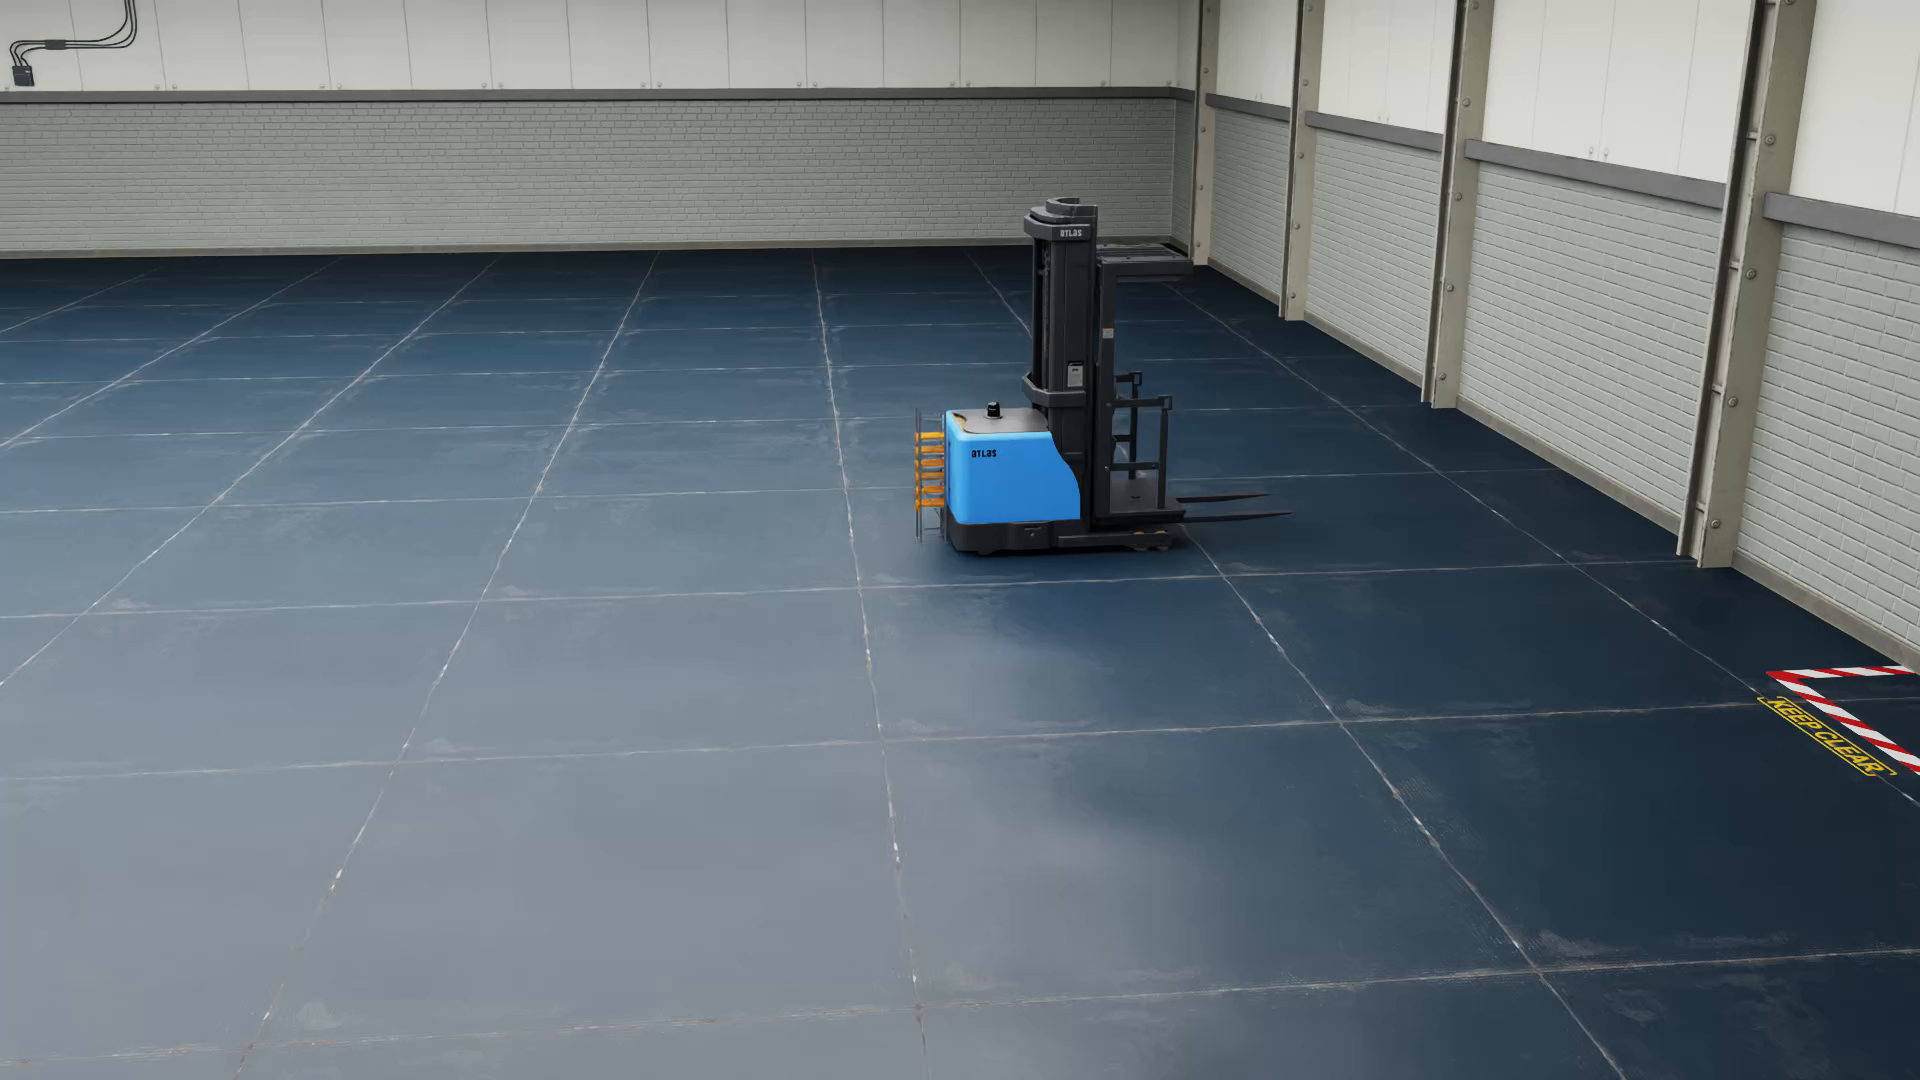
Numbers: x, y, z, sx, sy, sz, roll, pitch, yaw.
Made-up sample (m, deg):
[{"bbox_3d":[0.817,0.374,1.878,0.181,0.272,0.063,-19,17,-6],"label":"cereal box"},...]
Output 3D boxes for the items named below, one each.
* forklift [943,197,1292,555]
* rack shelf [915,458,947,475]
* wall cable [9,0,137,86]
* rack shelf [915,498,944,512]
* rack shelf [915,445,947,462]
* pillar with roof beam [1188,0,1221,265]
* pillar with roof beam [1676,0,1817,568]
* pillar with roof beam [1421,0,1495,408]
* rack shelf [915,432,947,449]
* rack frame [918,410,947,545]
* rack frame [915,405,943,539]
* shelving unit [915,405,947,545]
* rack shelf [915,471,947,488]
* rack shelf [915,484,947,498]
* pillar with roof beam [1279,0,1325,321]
[{"bbox_3d":[1.393,-1.455,14.419,3.031,2.935,1.130,-3,18,-9],"label":"forklift"},{"bbox_3d":[-0.252,-0.636,14.448,0.258,0.103,0.180,-3,18,-10],"label":"rack shelf"},{"bbox_3d":[-16.397,-11.344,30.109,2.305,6.003,0.169,-2,18,-6],"label":"wall cable"},{"bbox_3d":[-0.252,-0.293,14.556,0.258,0.103,0.180,-3,18,-10],"label":"rack shelf"},{"bbox_3d":[-0.252,-0.751,14.412,0.258,0.103,0.180,-3,18,-10],"label":"rack shelf"},{"bbox_3d":[0.197,-9.354,29.449,9.100,9.000,0.400,-2,18,-6],"label":"pillar with roof beam"},{"bbox_3d":[2.053,-3.991,12.367,9.100,9.000,0.400,-2,18,-6],"label":"pillar with roof beam"},{"bbox_3d":[1.435,-5.779,18.061,9.100,9.000,0.400,-2,18,-6],"label":"pillar with roof beam"},{"bbox_3d":[-0.252,-0.865,14.376,0.258,0.103,0.180,-3,18,-10],"label":"rack shelf"},{"bbox_3d":[-0.236,-0.537,14.384,0.240,1.200,0.006,-3,18,-10],"label":"rack frame"},{"bbox_3d":[-0.269,-0.591,14.556,0.240,1.200,0.006,-3,18,-10],"label":"rack frame"},{"bbox_3d":[-0.252,-0.564,14.470,0.258,1.200,0.189,-3,18,-10],"label":"shelving unit"},{"bbox_3d":[-0.252,-0.522,14.484,0.258,0.103,0.180,-3,18,-10],"label":"rack shelf"},{"bbox_3d":[-0.252,-0.407,14.520,0.258,0.103,0.180,-3,18,-10],"label":"rack shelf"},{"bbox_3d":[0.816,-7.567,23.755,9.100,9.000,0.400,-2,18,-6],"label":"pillar with roof beam"}]
